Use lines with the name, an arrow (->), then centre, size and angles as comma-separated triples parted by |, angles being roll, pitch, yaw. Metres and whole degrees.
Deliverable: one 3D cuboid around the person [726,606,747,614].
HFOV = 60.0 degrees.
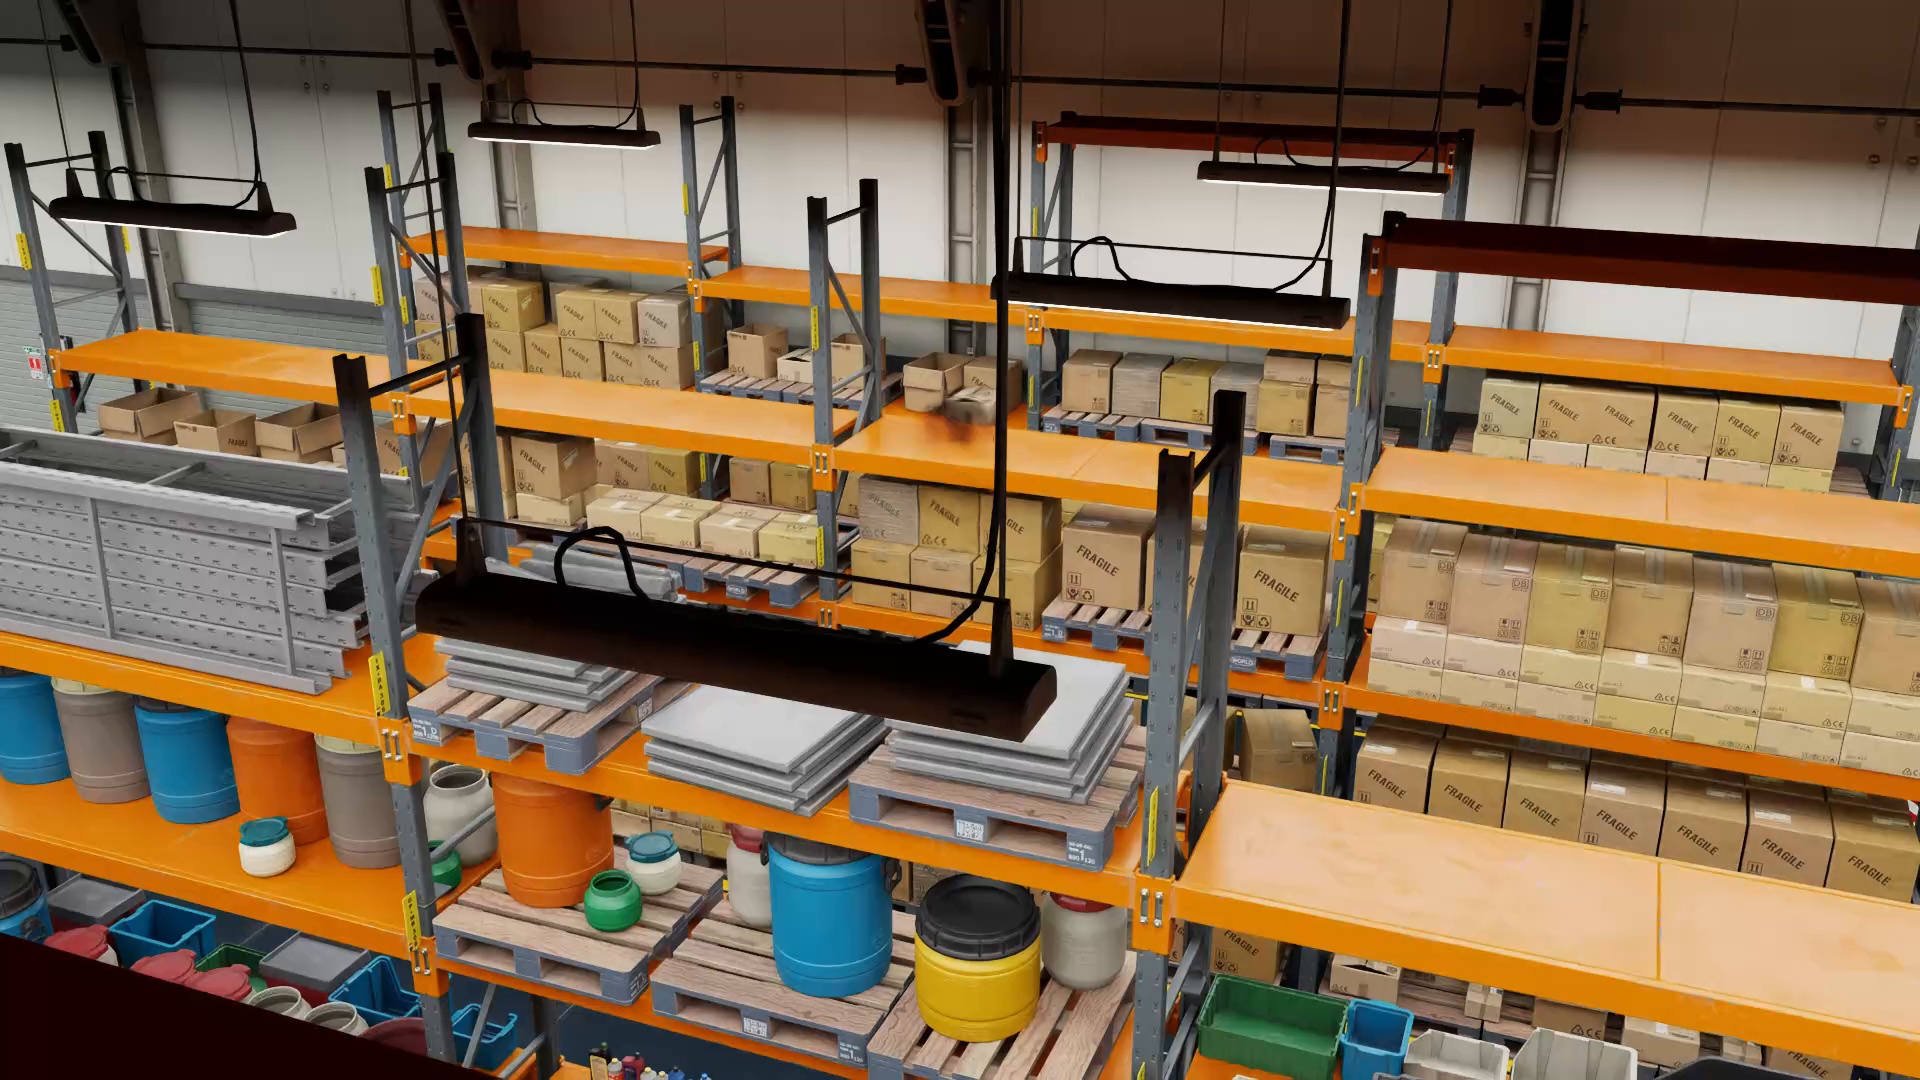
person -> -2.182, 1.376, 16.534 | 0.552, 1.755, 0.353 | 14, 25, 33
